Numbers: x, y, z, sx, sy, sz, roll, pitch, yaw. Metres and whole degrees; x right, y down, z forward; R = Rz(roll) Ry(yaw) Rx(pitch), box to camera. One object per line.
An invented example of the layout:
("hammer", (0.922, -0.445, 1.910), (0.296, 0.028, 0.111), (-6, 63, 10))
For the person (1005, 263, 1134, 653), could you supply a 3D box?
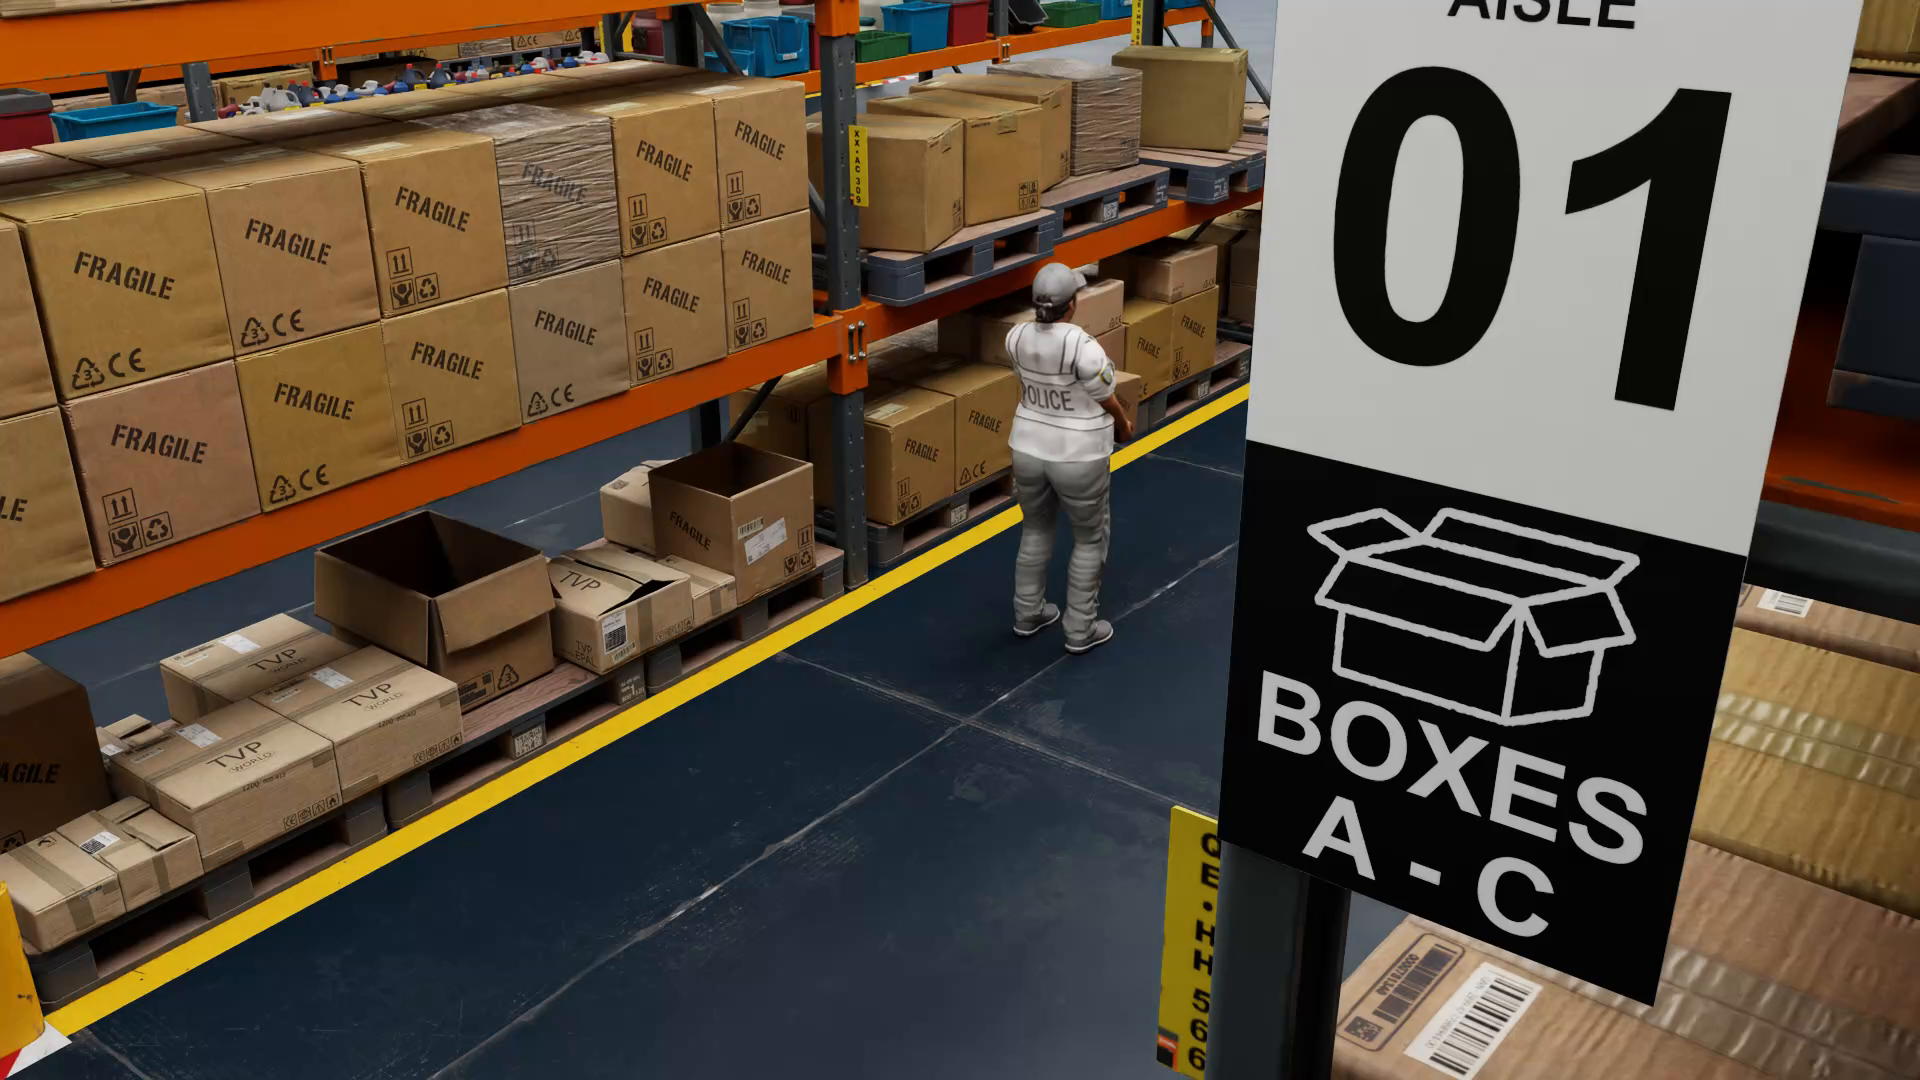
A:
("person", (0.461, -0.363, 6.936), (0.452, 1.653, 0.535), (16, 28, 33))
